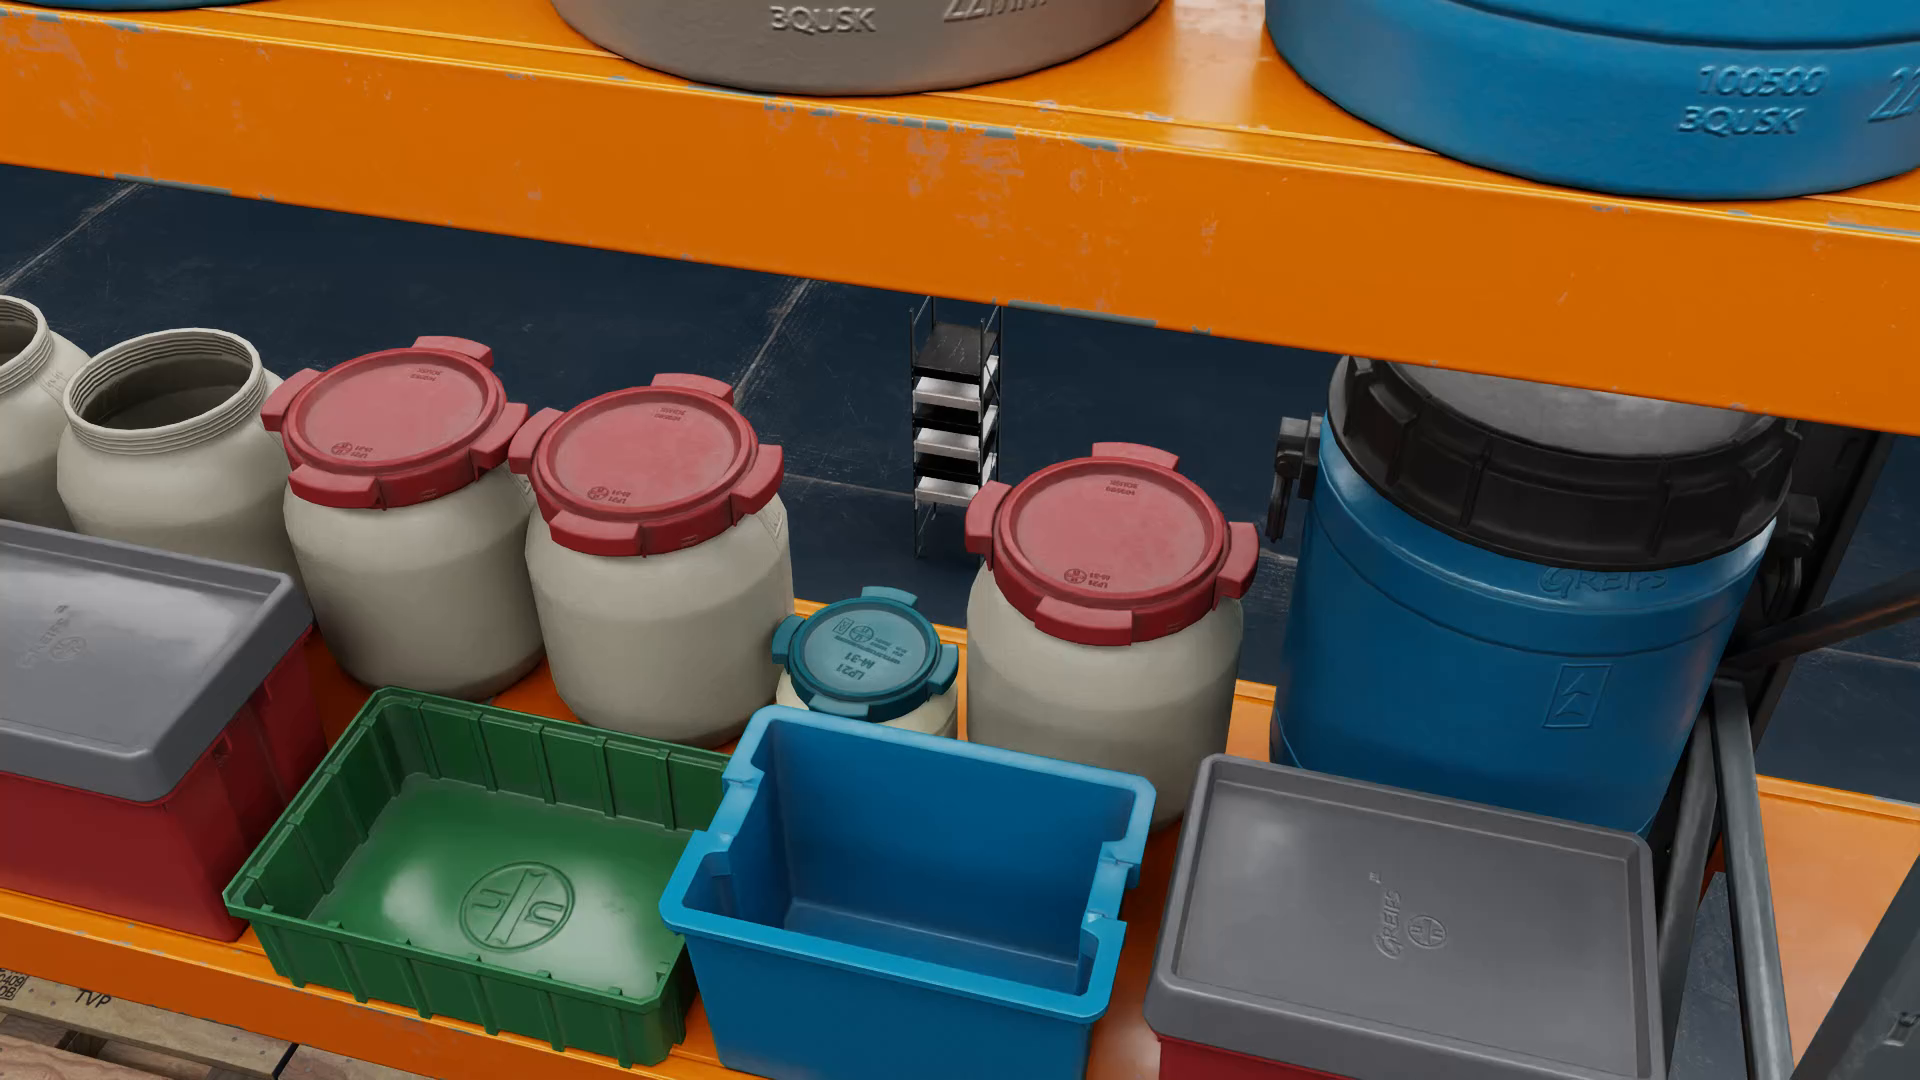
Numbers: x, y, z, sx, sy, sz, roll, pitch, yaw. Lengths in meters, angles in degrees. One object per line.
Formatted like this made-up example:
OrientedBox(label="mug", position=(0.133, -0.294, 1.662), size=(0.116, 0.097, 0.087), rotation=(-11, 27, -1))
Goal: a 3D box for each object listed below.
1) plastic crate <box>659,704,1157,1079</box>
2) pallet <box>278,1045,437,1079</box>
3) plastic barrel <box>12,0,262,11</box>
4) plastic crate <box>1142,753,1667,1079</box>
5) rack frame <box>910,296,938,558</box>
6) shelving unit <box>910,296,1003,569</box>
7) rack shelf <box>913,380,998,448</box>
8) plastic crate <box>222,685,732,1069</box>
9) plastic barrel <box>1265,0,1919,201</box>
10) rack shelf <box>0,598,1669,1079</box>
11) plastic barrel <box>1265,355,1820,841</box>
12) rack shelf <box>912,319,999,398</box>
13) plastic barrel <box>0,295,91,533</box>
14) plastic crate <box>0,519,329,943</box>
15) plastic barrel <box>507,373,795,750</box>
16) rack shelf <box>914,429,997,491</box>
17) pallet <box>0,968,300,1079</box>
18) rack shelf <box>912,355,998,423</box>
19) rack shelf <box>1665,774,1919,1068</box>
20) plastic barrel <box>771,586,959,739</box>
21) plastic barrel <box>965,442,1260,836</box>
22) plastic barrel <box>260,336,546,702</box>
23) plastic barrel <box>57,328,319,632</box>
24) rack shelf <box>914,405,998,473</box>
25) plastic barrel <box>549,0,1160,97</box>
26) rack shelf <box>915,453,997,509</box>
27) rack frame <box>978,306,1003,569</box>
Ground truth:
OrientedBox(label="plastic crate", position=(-0.058, 0.545, 2.282), size=(0.575, 0.384, 0.392), rotation=(10, 41, 11))
OrientedBox(label="pallet", position=(-0.862, 1.288, 3.552), size=(1.213, 0.211, 1.003), rotation=(10, 41, 11))
OrientedBox(label="plastic barrel", position=(-0.722, -0.979, 1.361), size=(0.708, 0.901, 0.600), rotation=(10, 41, 11))
OrientedBox(label="plastic crate", position=(0.542, 0.614, 2.137), size=(0.583, 0.464, 0.402), rotation=(10, 41, 11))
OrientedBox(label="rack frame", position=(-0.106, -0.363, 4.982), size=(0.006, 0.900, 0.240), rotation=(10, 41, 11))
OrientedBox(label="shelving unit", position=(-0.008, -0.346, 4.962), size=(0.210, 0.900, 0.258), rotation=(10, 41, 11))
OrientedBox(label="rack shelf", position=(-0.008, -0.389, 4.926), size=(0.200, 0.077, 0.258), rotation=(10, 41, 11))
OrientedBox(label="plastic crate", position=(-0.667, 0.496, 2.492), size=(0.662, 0.188, 0.450), rotation=(10, 41, 11))
OrientedBox(label="plastic barrel", position=(0.541, -0.762, 1.103), size=(0.708, 0.901, 0.600), rotation=(10, 41, 11))
OrientedBox(label="rack shelf", position=(-0.844, 0.472, 2.916), size=(4.000, 0.370, 1.077), rotation=(10, 41, 11))
OrientedBox(label="plastic barrel", position=(0.794, 0.084, 2.428), size=(0.708, 0.901, 0.600), rotation=(10, 41, 11))
OrientedBox(label="rack shelf", position=(-0.008, -0.527, 4.810), size=(0.200, 0.077, 0.258), rotation=(10, 41, 11))
OrientedBox(label="plastic barrel", position=(-1.727, -0.141, 2.999), size=(0.421, 0.512, 0.421), rotation=(0, 40, 0))
OrientedBox(label="plastic crate", position=(-1.294, 0.298, 2.513), size=(0.583, 0.464, 0.402), rotation=(10, 41, 11))
OrientedBox(label="plastic barrel", position=(-0.488, 0.059, 2.741), size=(0.433, 0.535, 0.433), rotation=(0, 40, 0))
OrientedBox(label="rack shelf", position=(-0.008, -0.252, 5.042), size=(0.200, 0.077, 0.258), rotation=(10, 41, 11))
OrientedBox(label="pallet", position=(-2.037, 1.084, 3.795), size=(1.213, 0.211, 1.003), rotation=(10, 41, 11))
OrientedBox(label="rack shelf", position=(-0.008, -0.458, 4.868), size=(0.200, 0.077, 0.258), rotation=(10, 41, 11))
OrientedBox(label="rack shelf", position=(3.021, 1.136, 2.124), size=(4.000, 0.370, 1.077), rotation=(10, 41, 11))
OrientedBox(label="plastic barrel", position=(-0.150, 0.266, 2.708), size=(0.301, 0.262, 0.301), rotation=(0, 40, 0))
OrientedBox(label="plastic barrel", position=(0.221, 0.181, 2.596), size=(0.433, 0.535, 0.433), rotation=(0, 40, 0))
OrientedBox(label="plastic barrel", position=(-0.906, -0.013, 2.827), size=(0.433, 0.535, 0.433), rotation=(0, 40, 0))
OrientedBox(label="plastic barrel", position=(-1.320, -0.071, 2.915), size=(0.421, 0.512, 0.421), rotation=(0, 40, 0))
OrientedBox(label="rack shelf", position=(-0.008, -0.320, 4.984), size=(0.200, 0.077, 0.258), rotation=(10, 41, 11))
OrientedBox(label="plastic barrel", position=(-0.091, -0.871, 1.232), size=(0.600, 0.901, 0.600), rotation=(0, 40, 0))
OrientedBox(label="rack shelf", position=(-0.008, -0.183, 5.099), size=(0.200, 0.077, 0.258), rotation=(10, 41, 11))
OrientedBox(label="rack frame", position=(0.090, -0.329, 4.942), size=(0.006, 0.900, 0.240), rotation=(10, 41, 11))
